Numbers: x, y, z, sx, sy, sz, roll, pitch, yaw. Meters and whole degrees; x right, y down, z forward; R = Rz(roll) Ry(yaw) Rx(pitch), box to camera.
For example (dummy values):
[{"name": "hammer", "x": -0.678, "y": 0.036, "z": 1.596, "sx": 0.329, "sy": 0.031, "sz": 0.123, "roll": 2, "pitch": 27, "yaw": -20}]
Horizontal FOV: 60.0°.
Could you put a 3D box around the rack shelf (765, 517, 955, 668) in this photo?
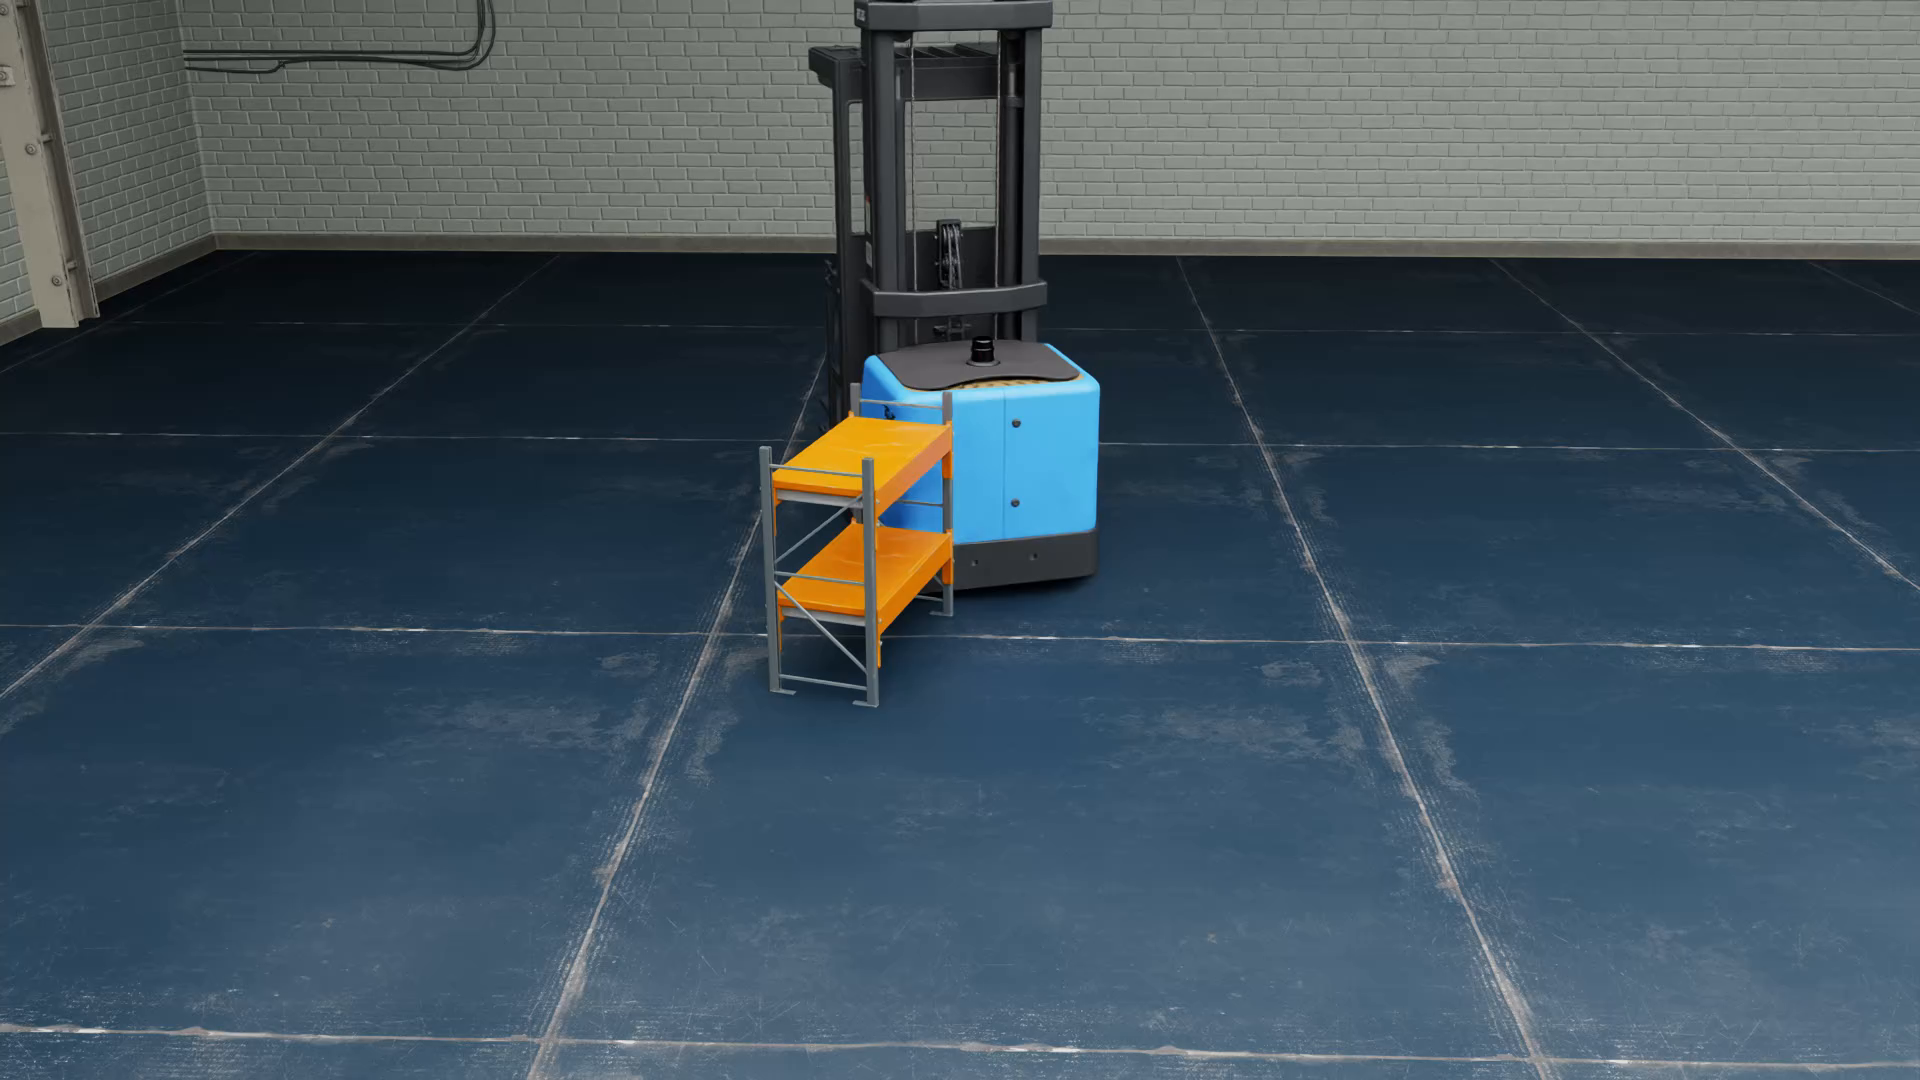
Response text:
[{"name": "rack shelf", "x": -0.433, "y": 0.220, "z": 7.584, "sx": 0.538, "sy": 0.278, "sz": 1.000, "roll": 7, "pitch": 22, "yaw": 17}]

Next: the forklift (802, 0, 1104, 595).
[{"name": "forklift", "x": -0.207, "y": -1.601, "z": 9.104, "sx": 1.130, "sy": 2.935, "sz": 3.031, "roll": -6, "pitch": 22, "yaw": -16}]

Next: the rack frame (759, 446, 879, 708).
[{"name": "rack frame", "x": -0.593, "y": 0.166, "z": 7.045, "sx": 0.500, "sy": 1.125, "sz": 0.032, "roll": 7, "pitch": 22, "yaw": 17}]

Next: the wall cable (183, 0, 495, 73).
[{"name": "wall cable", "x": -5.896, "y": -5.591, "z": 15.292, "sx": 3.097, "sy": 2.526, "sz": 0.112, "roll": 1, "pitch": 21, "yaw": 2}]

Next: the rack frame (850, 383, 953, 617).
[{"name": "rack frame", "x": -0.274, "y": -0.183, "z": 7.945, "sx": 0.500, "sy": 1.125, "sz": 0.032, "roll": 7, "pitch": 22, "yaw": 17}]

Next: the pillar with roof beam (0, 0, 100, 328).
[{"name": "pillar with roof beam", "x": -3.004, "y": -5.941, "z": 11.900, "sx": 9.100, "sy": 9.000, "sz": 0.400, "roll": 1, "pitch": 21, "yaw": 2}]

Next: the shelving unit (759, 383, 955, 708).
[{"name": "shelving unit", "x": -0.433, "y": -0.008, "z": 7.495, "sx": 0.538, "sy": 1.125, "sz": 1.048, "roll": 7, "pitch": 22, "yaw": 17}]

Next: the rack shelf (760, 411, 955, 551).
[{"name": "rack shelf", "x": -0.433, "y": -0.281, "z": 7.389, "sx": 0.538, "sy": 0.278, "sz": 1.000, "roll": 7, "pitch": 22, "yaw": 17}]
